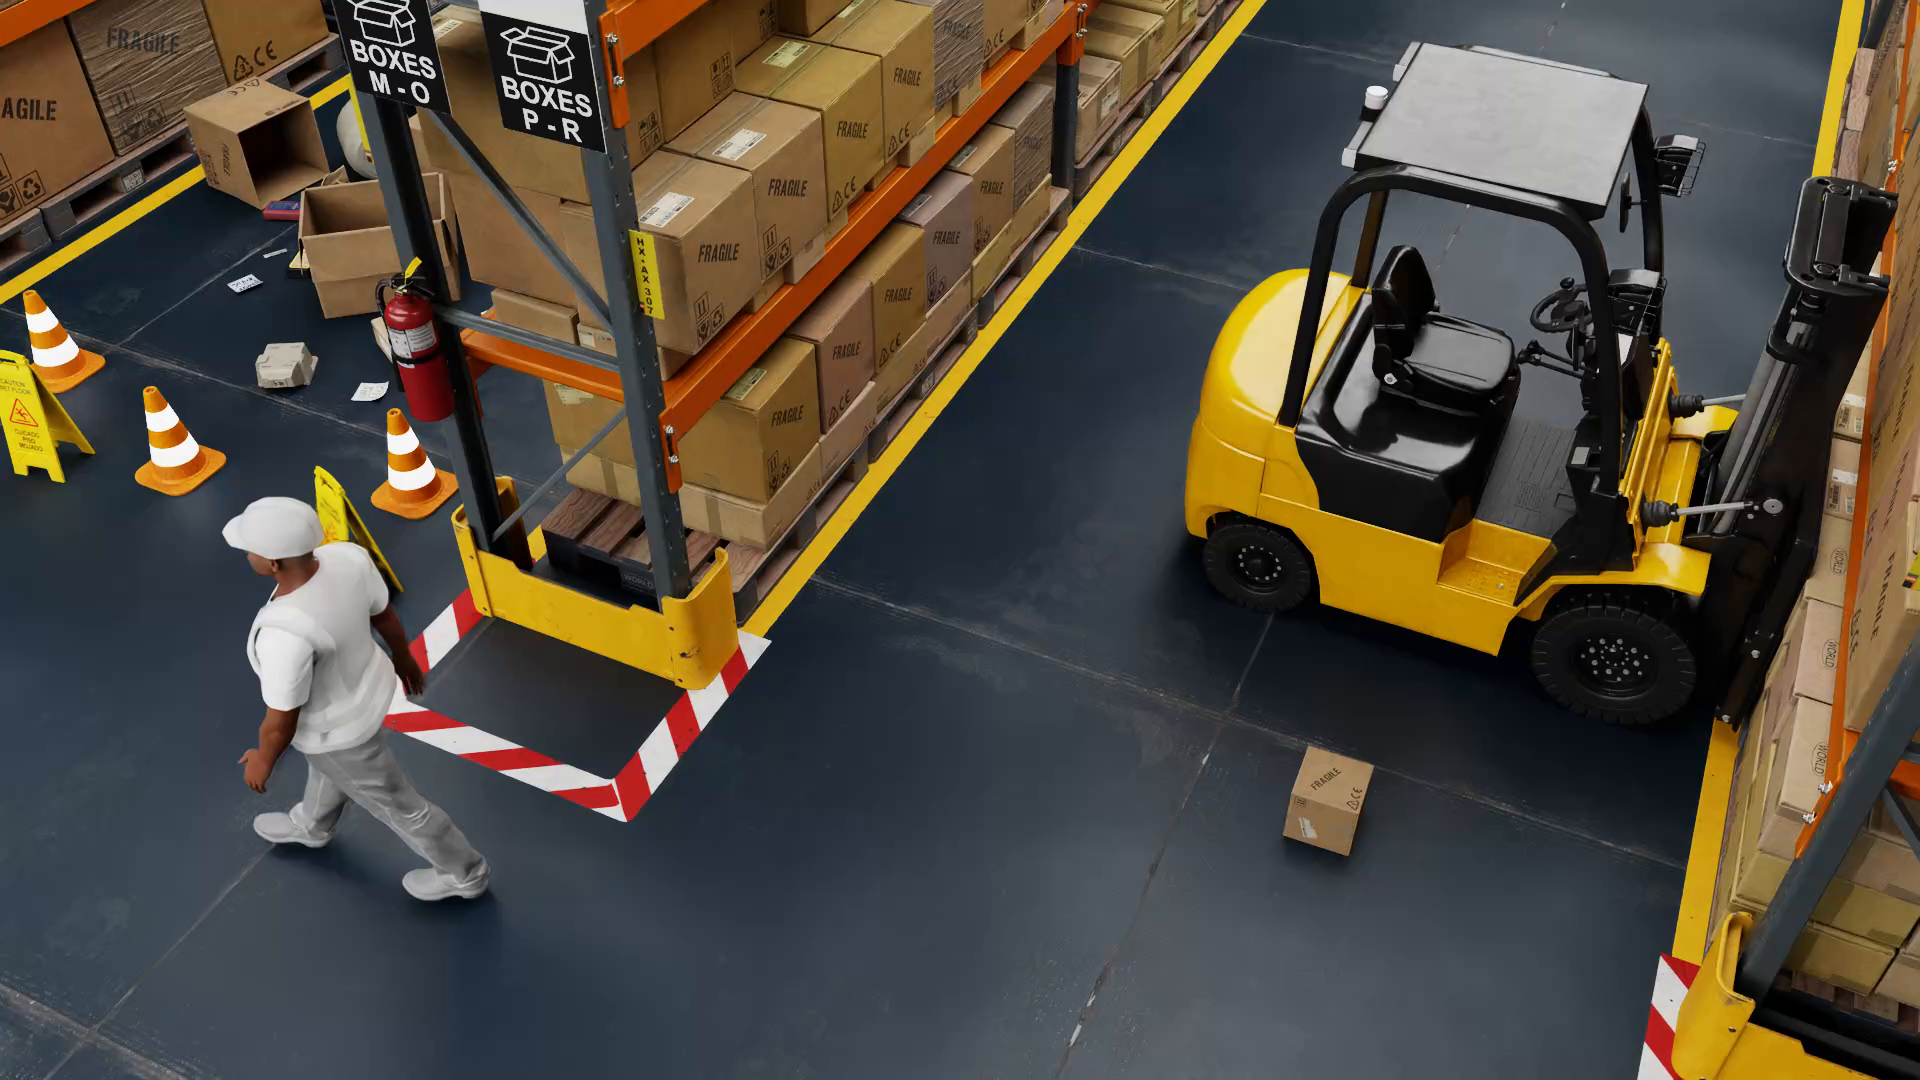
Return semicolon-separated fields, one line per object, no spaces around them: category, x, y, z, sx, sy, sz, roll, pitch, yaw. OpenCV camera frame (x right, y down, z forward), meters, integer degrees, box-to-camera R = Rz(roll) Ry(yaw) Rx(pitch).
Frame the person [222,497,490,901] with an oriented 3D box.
person;-2.153;0.546;5.502;0.953;1.719;0.595;2;42;2
